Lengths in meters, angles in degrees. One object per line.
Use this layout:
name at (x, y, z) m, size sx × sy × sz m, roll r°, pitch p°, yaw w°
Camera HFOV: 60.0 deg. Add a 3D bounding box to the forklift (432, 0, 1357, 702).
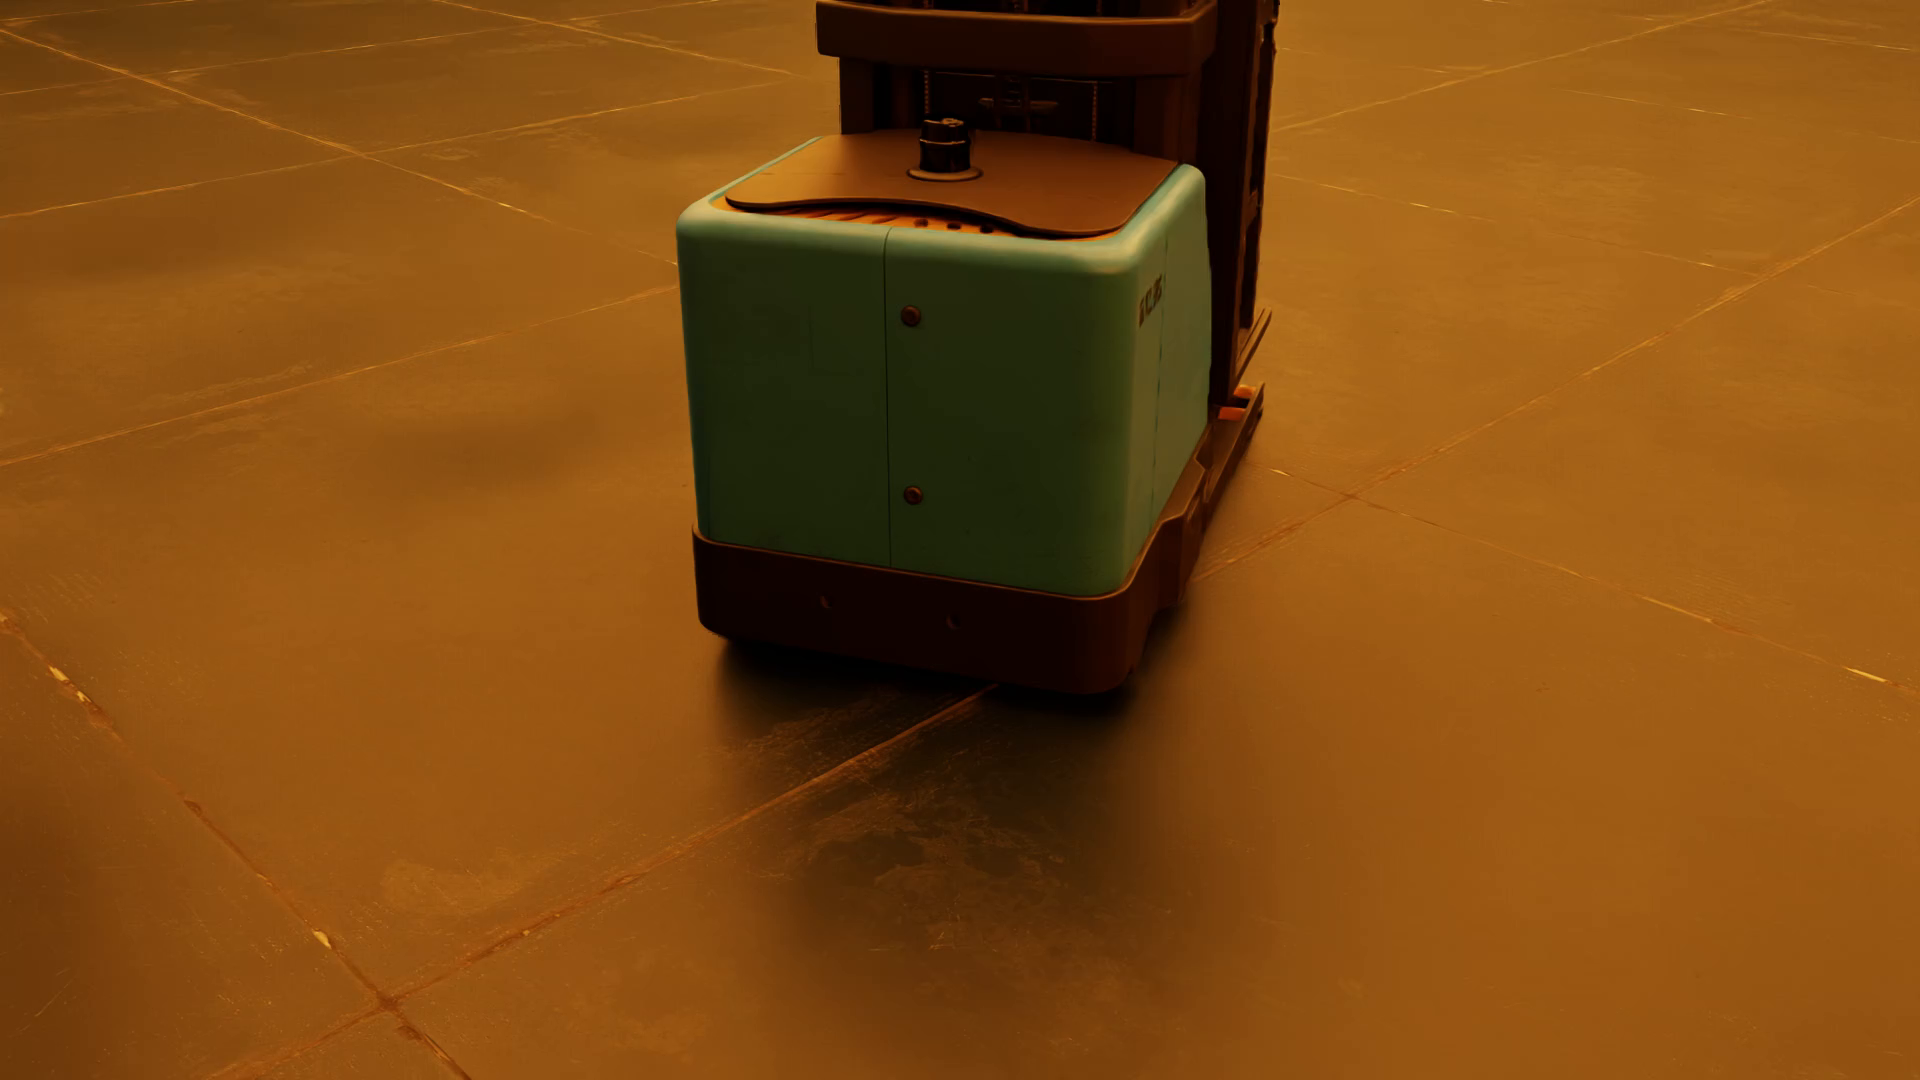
forklift at (-0.466, -1.508, 4.289) m, size 3.031 × 2.935 × 1.130 m, roll 24°, pitch 35°, yaw 39°
